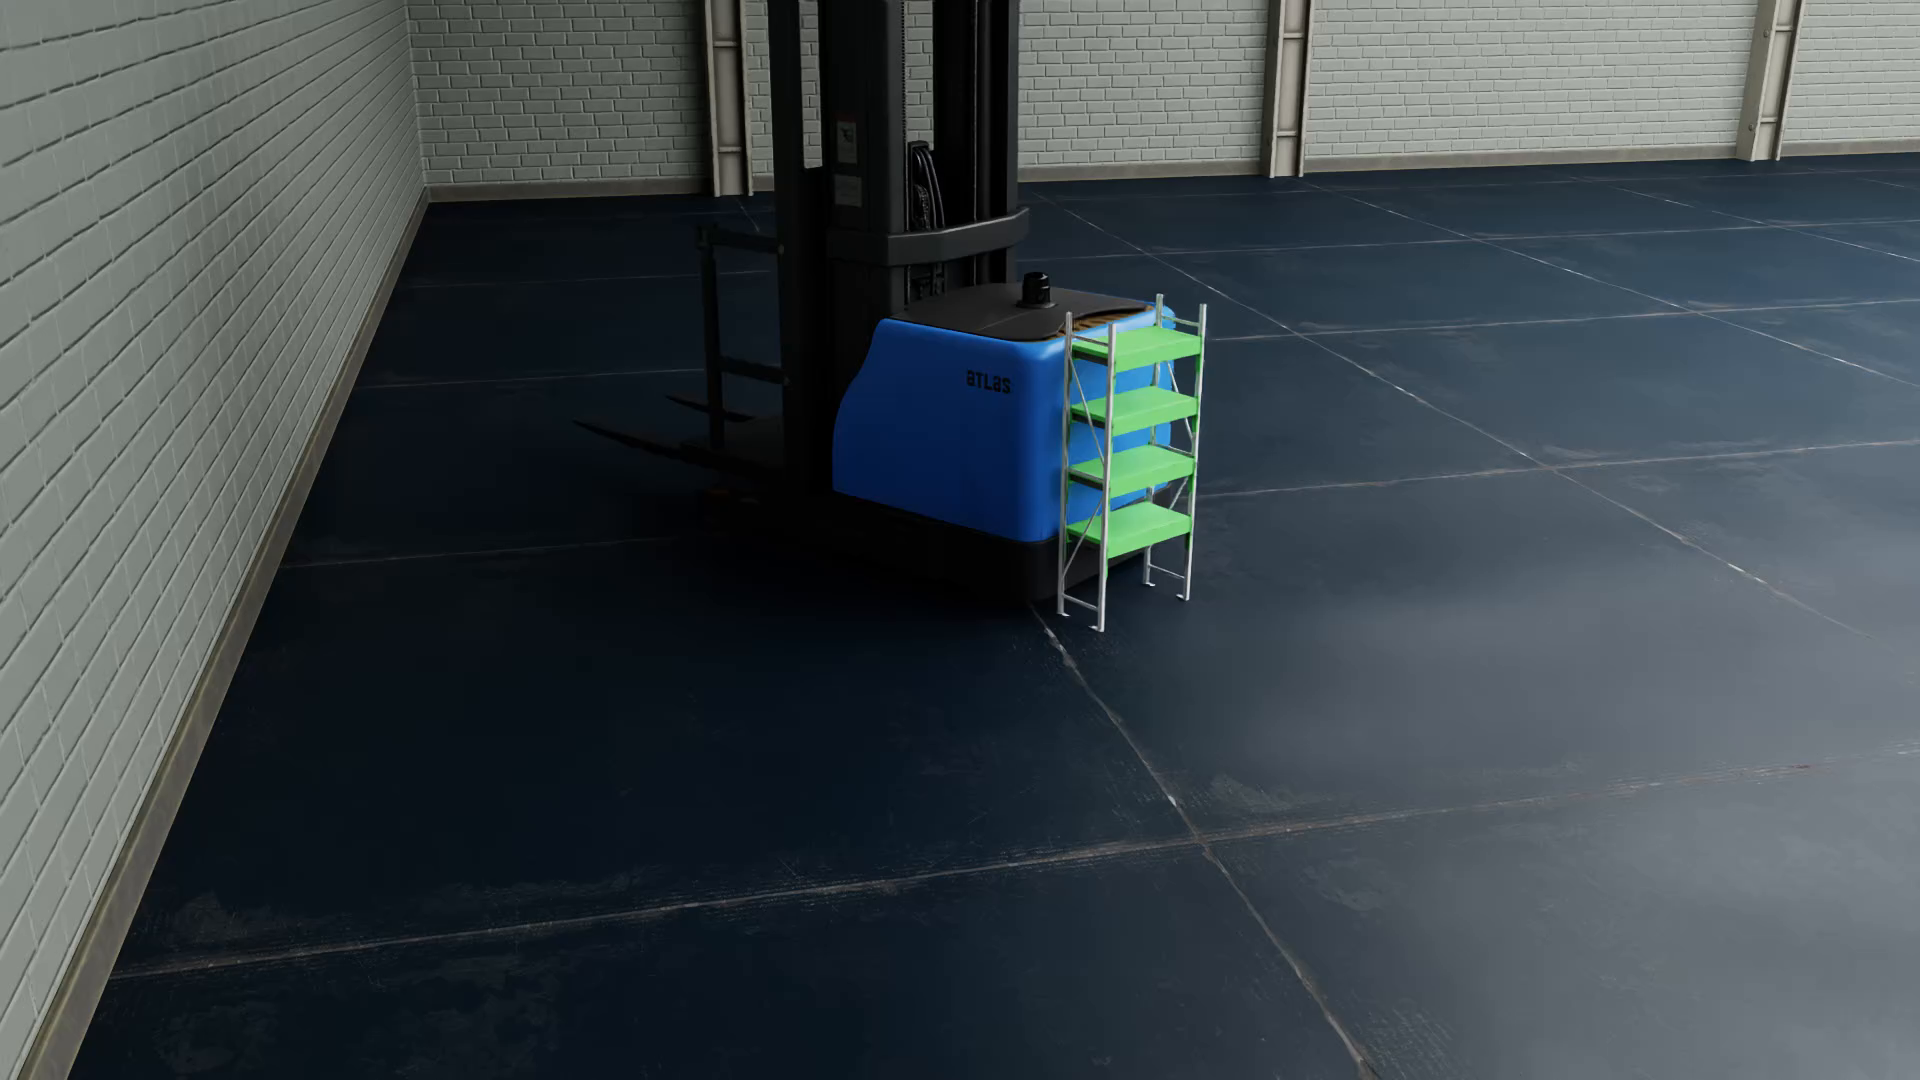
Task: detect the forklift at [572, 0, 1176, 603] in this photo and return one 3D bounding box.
[{"bbox_3d":[-0.559,-1.525,7.217,3.031,2.935,1.130,16,25,37],"label":"forklift"}]

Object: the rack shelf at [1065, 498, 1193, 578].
[{"bbox_3d":[0.650,-0.012,6.483,0.480,0.148,0.258,-17,27,-38],"label":"rack shelf"}]

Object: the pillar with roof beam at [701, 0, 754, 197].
[{"bbox_3d":[-1.330,-6.312,11.462,0.400,9.000,9.100,-5,21,-12],"label":"pillar with roof beam"}]

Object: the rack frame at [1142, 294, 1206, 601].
[{"bbox_3d":[0.836,-0.352,6.527,0.015,1.200,0.240,-17,27,-38],"label":"rack frame"}]

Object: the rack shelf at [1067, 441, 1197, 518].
[{"bbox_3d":[0.652,-0.237,6.398,0.480,0.148,0.258,-17,27,-38],"label":"rack shelf"}]

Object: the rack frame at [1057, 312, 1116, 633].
[{"bbox_3d":[0.469,-0.241,6.225,0.015,1.200,0.240,-17,27,-38],"label":"rack frame"}]

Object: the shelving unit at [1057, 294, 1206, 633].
[{"bbox_3d":[0.652,-0.297,6.376,0.503,1.200,0.258,-17,27,-38],"label":"shelving unit"}]

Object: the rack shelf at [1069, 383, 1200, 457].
[{"bbox_3d":[0.654,-0.462,6.314,0.480,0.148,0.258,-17,27,-38],"label":"rack shelf"}]

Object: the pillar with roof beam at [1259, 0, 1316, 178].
[{"bbox_3d":[4.509,-6.786,12.758,0.400,9.000,9.100,-5,21,-12],"label":"pillar with roof beam"}]

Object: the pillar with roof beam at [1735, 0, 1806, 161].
[{"bbox_3d":[10.348,-7.261,14.055,0.400,9.000,9.100,-5,21,-12],"label":"pillar with roof beam"}]

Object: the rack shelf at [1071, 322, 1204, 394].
[{"bbox_3d":[0.655,-0.686,6.230,0.480,0.148,0.258,-17,27,-38],"label":"rack shelf"}]
